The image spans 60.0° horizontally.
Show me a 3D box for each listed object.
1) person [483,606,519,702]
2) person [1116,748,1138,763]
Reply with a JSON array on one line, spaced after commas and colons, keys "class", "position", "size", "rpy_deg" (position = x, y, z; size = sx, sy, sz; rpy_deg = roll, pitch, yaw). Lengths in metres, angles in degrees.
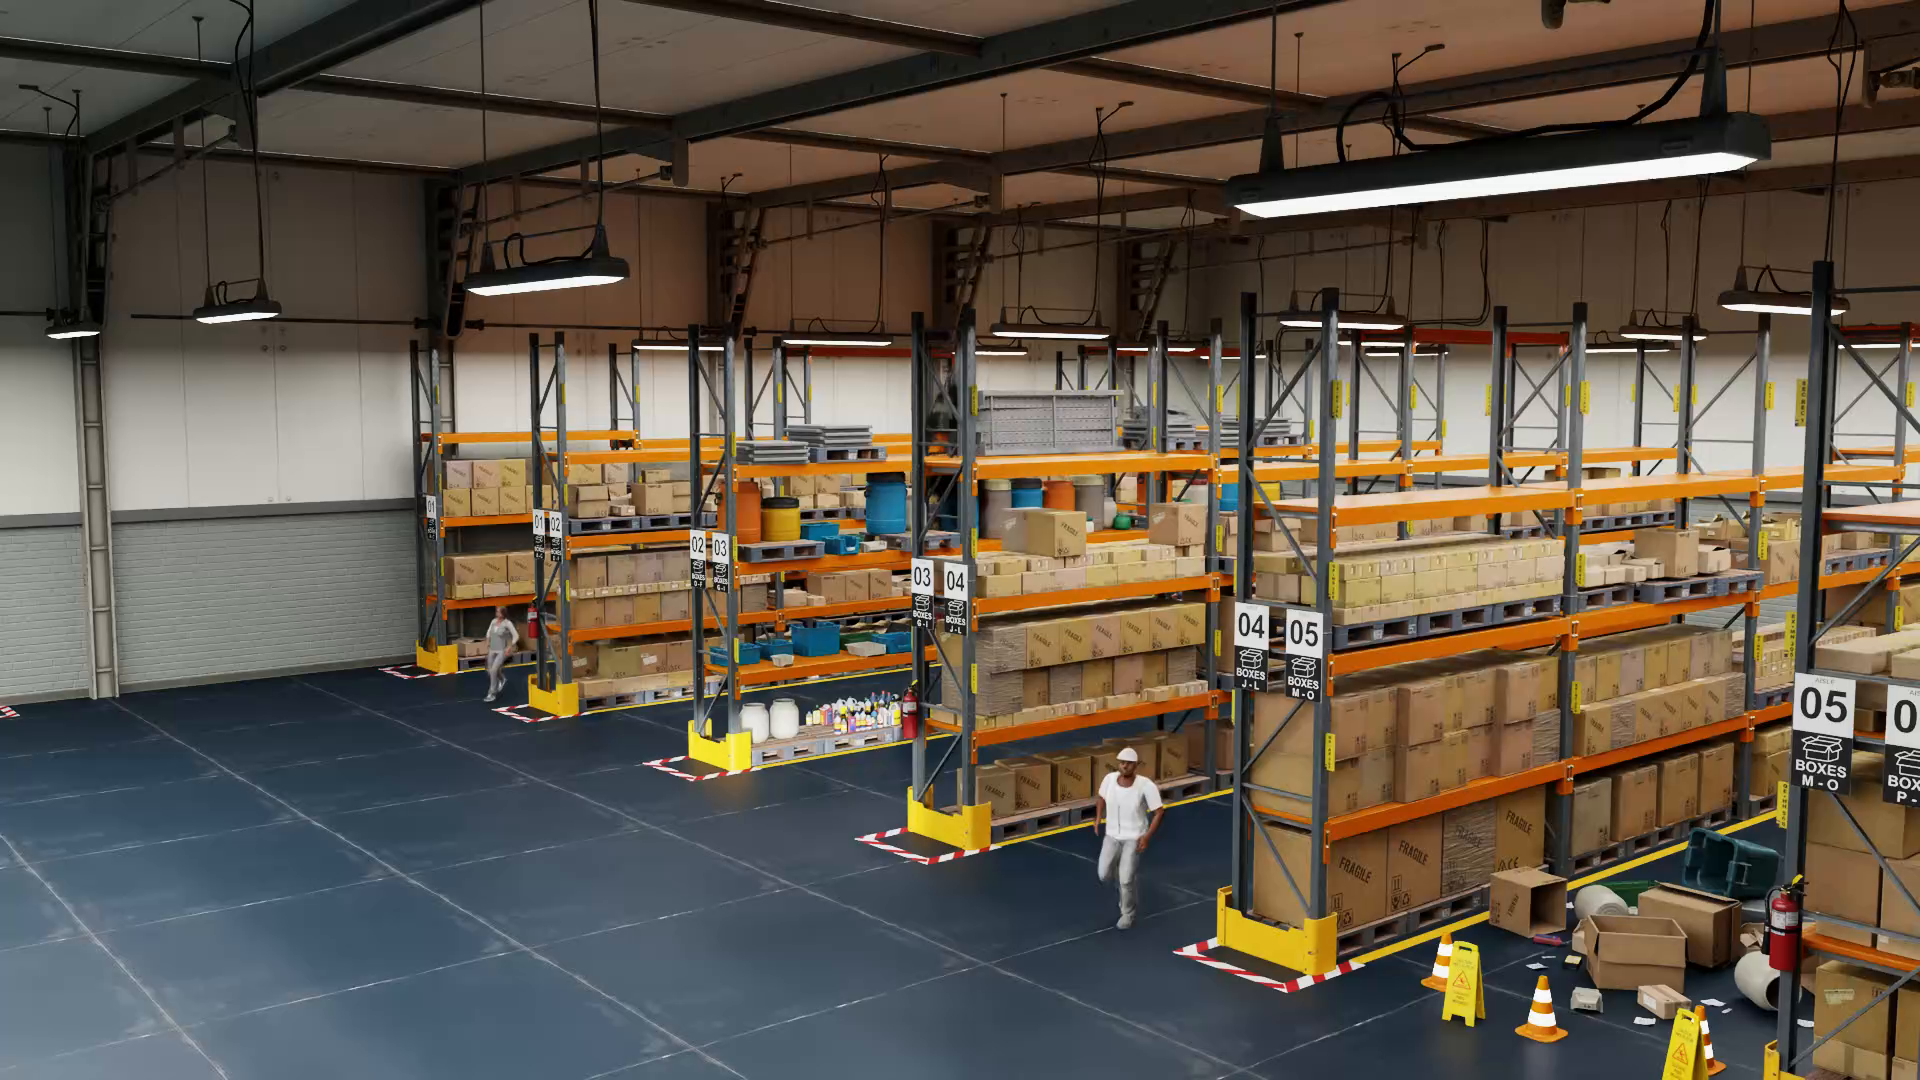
[{"class": "person", "position": [-7.550, 1.853, 27.448], "size": [0.584, 1.572, 0.680], "rpy_deg": [2, 6, 18]}, {"class": "person", "position": [1.589, 2.065, 15.846], "size": [0.220, 0.166, 0.282], "rpy_deg": [4, 6, 34]}]
